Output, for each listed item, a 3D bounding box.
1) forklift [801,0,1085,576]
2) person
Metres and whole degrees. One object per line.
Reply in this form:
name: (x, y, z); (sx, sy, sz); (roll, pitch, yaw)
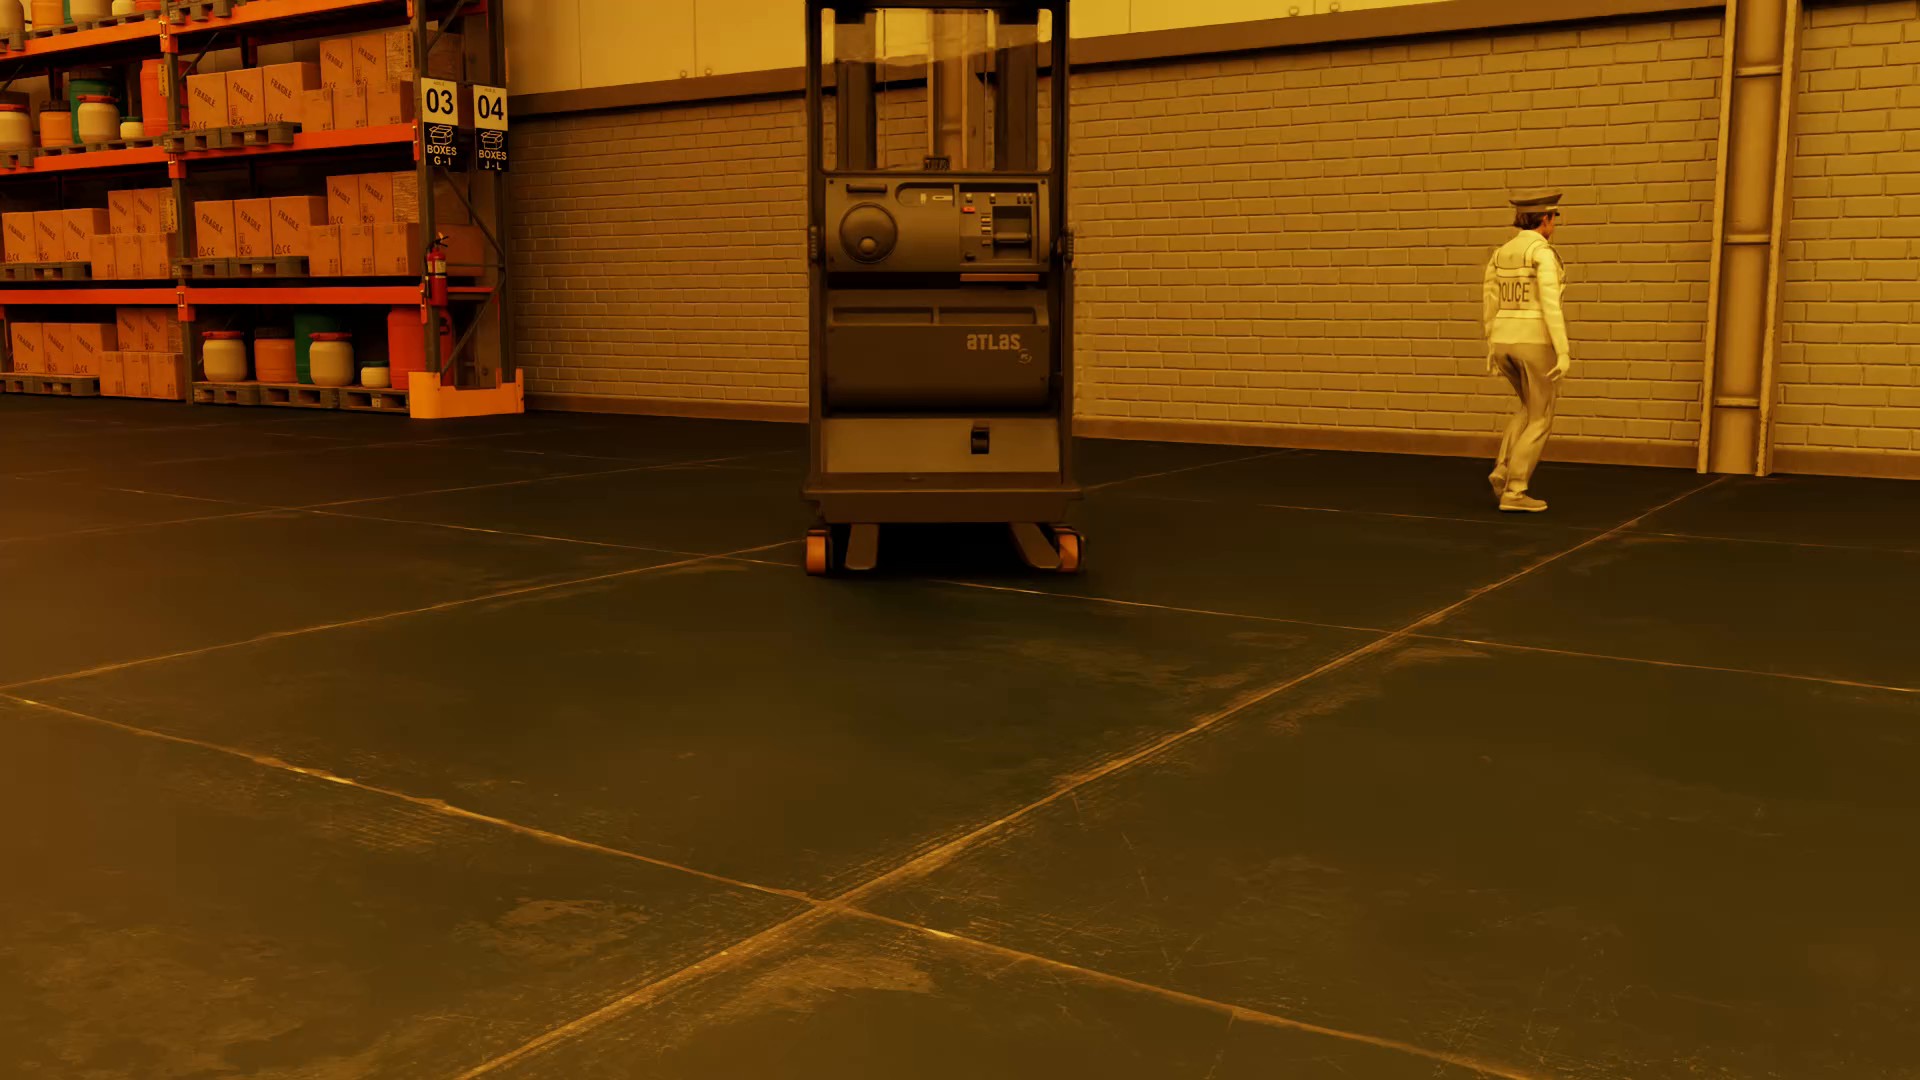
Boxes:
forklift: (-0.081, -1.352, 6.702); (1.130, 2.935, 3.031); (0, 8, -2)
person: (2.984, -0.972, 8.642); (0.450, 1.671, 0.599); (-3, 9, -21)
